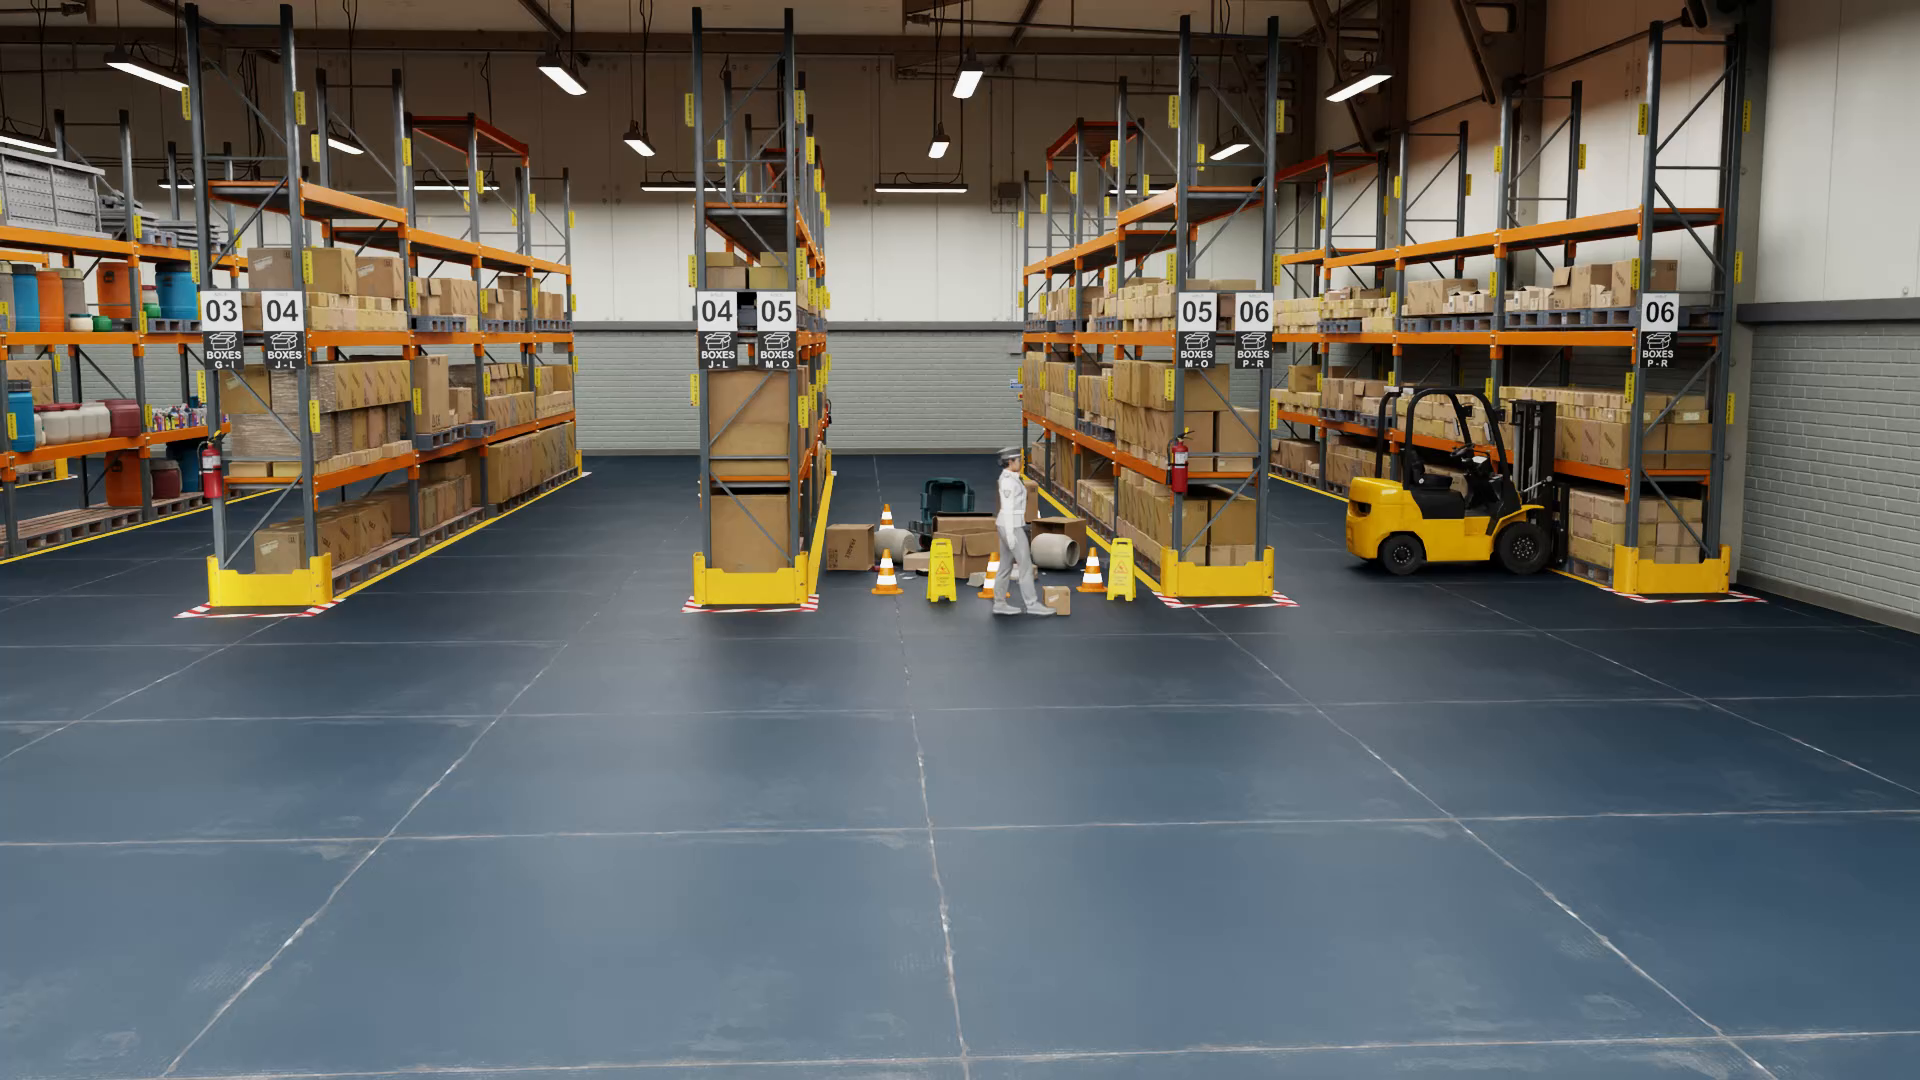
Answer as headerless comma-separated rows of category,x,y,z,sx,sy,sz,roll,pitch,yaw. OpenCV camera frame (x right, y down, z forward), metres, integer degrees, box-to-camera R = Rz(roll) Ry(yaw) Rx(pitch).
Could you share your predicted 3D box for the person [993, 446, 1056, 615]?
person,0.632,-0.100,16.441,0.605,1.666,0.479,0,7,-4
